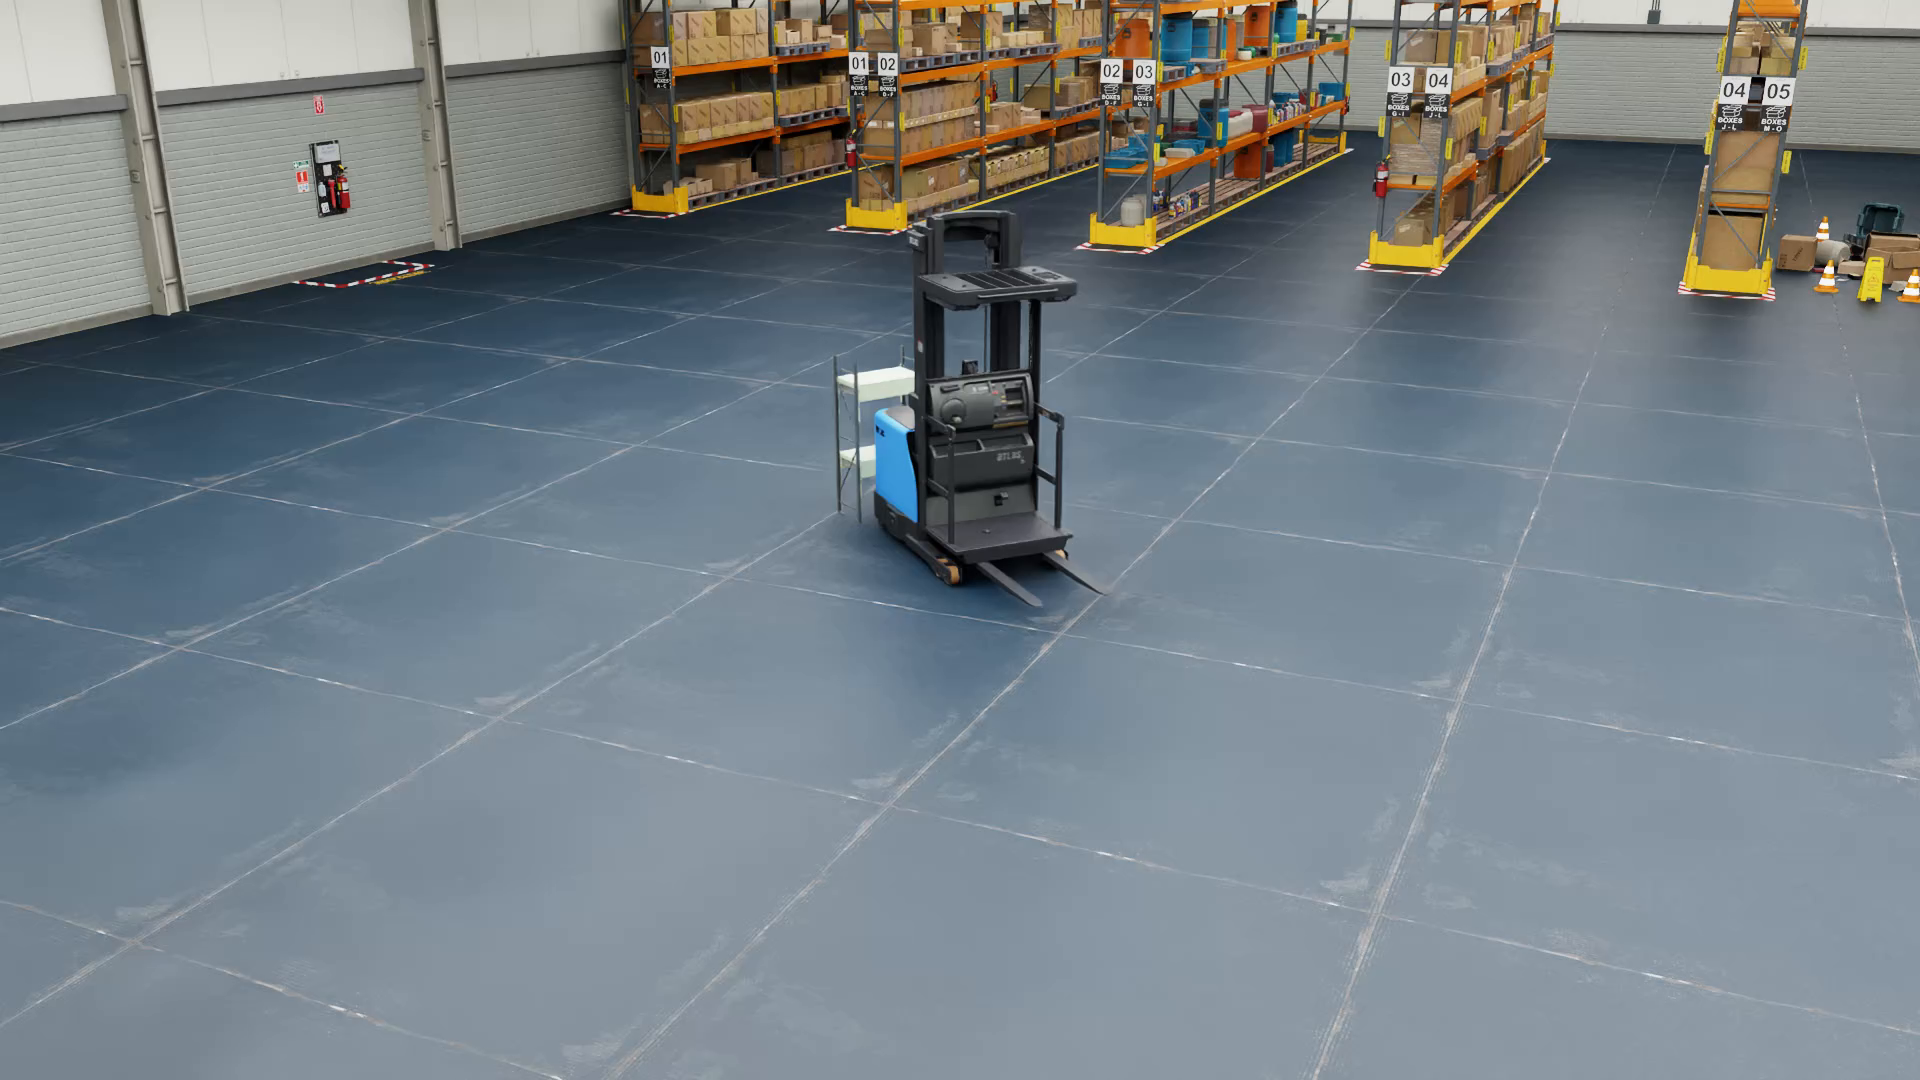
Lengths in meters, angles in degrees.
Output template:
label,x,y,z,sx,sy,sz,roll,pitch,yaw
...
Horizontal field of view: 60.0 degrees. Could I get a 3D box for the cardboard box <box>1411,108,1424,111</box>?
label,x,y,z,sx,sy,sz,roll,pitch,yaw
cardboard box,7.655,-7.051,28.187,0.500,0.500,0.500,9,21,23

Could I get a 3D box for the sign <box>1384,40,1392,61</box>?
label,x,y,z,sx,sy,sz,roll,pitch,yaw
sign,6.957,-7.950,27.001,0.100,0.325,0.005,9,21,23

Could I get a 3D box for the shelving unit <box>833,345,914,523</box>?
label,x,y,z,sx,sy,sz,roll,pitch,yaw
shelving unit,-0.734,-0.992,15.466,0.755,1.500,0.431,-13,23,-32

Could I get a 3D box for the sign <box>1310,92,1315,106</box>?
label,x,y,z,sx,sy,sz,roll,pitch,yaw
sign,8.352,-10.439,39.386,0.100,0.325,0.005,9,21,23

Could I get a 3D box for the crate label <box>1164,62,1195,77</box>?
label,x,y,z,sx,sy,sz,roll,pitch,yaw
crate label,4.005,-8.587,30.335,0.502,0.251,0.408,9,21,23

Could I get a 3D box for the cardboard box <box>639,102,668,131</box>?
label,x,y,z,sx,sy,sz,roll,pitch,yaw
cardboard box,-6.103,-8.541,33.537,0.500,0.500,0.500,8,21,22

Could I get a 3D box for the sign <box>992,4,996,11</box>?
label,x,y,z,sx,sy,sz,roll,pitch,yaw
sign,0.940,-14.682,46.048,0.100,0.325,0.005,9,21,23

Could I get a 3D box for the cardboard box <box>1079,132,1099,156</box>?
label,x,y,z,sx,sy,sz,roll,pitch,yaw
cardboard box,3.182,-9.755,40.949,0.500,0.500,0.500,9,21,23

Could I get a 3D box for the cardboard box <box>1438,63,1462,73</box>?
label,x,y,z,sx,sy,sz,roll,pitch,yaw
cardboard box,8.141,-7.854,27.681,0.380,0.149,0.250,9,22,25

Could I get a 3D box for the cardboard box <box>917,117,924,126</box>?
label,x,y,z,sx,sy,sz,roll,pitch,yaw
cardboard box,-0.909,-8.075,32.033,0.380,0.149,0.250,8,21,22

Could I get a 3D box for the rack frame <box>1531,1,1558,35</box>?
label,x,y,z,sx,sy,sz,roll,pitch,yaw
rack frame,14.007,-13.755,40.169,1.000,3.000,0.127,9,21,23

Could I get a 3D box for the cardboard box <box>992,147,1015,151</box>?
label,x,y,z,sx,sy,sz,roll,pitch,yaw
cardboard box,1.005,-8.728,37.627,0.500,0.311,0.500,8,21,21

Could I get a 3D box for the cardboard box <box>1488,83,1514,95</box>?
label,x,y,z,sx,sy,sz,roll,pitch,yaw
cardboard box,11.315,-9.422,35.294,0.797,0.503,0.637,9,22,24

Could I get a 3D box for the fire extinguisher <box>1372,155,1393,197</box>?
label,x,y,z,sx,sy,sz,roll,pitch,yaw
fire extinguisher,6.988,-6.029,27.513,0.296,0.674,0.183,9,21,23

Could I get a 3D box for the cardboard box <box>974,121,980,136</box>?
label,x,y,z,sx,sy,sz,roll,pitch,yaw
cardboard box,0.219,-8.706,35.149,0.500,0.250,0.500,10,22,26

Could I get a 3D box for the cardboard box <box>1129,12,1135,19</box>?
label,x,y,z,sx,sy,sz,roll,pitch,yaw
cardboard box,4.031,-13.438,42.114,0.700,0.500,0.500,9,21,23

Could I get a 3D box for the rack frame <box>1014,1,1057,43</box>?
label,x,y,z,sx,sy,sz,roll,pitch,yaw
rack frame,1.695,-12.670,37.117,1.000,3.000,0.127,9,21,23

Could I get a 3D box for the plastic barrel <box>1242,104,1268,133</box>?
label,x,y,z,sx,sy,sz,roll,pitch,yaw
plastic barrel,6.299,-9.043,35.670,0.600,0.536,0.708,9,21,23

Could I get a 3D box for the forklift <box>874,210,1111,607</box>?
label,x,y,z,sx,sy,sz,roll,pitch,yaw
forklift,0.272,-1.166,13.827,1.130,2.935,3.031,-8,21,-22

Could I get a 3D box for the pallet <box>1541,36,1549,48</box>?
label,x,y,z,sx,sy,sz,roll,pitch,yaw
pallet,13.215,-11.697,38.992,1.003,0.211,1.213,9,21,23

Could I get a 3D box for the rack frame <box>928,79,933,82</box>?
label,x,y,z,sx,sy,sz,roll,pitch,yaw
rack frame,-1.188,-11.744,43.469,1.000,3.000,0.127,9,21,23

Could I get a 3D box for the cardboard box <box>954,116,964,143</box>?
label,x,y,z,sx,sy,sz,roll,pitch,yaw
cardboard box,-0.329,-8.369,33.828,0.700,0.500,0.500,8,21,22

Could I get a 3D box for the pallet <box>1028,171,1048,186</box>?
label,x,y,z,sx,sy,sz,roll,pitch,yaw
pallet,1.322,-8.283,37.897,1.003,0.211,1.213,9,21,23

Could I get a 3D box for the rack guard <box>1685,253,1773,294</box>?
label,x,y,z,sx,sy,sz,roll,pitch,yaw
rack guard,11.929,-4.140,25.818,1.175,0.500,0.348,9,21,23

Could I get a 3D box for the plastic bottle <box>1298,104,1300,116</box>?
label,x,y,z,sx,sy,sz,roll,pitch,yaw
plastic bottle,7.931,-10.088,38.986,0.061,0.283,0.133,9,21,23

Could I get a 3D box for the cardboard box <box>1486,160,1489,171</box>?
label,x,y,z,sx,sy,sz,roll,pitch,yaw
cardboard box,10.484,-7.656,33.929,0.500,0.250,0.500,10,22,25

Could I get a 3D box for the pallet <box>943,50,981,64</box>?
label,x,y,z,sx,sy,sz,roll,pitch,yaw
pallet,-0.268,-9.727,33.453,1.003,0.211,1.213,9,21,23

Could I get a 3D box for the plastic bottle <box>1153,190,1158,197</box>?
label,x,y,z,sx,sy,sz,roll,pitch,yaw
plastic bottle,3.788,-6.651,32.444,0.144,0.351,0.185,8,21,20

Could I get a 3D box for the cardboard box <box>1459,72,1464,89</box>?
label,x,y,z,sx,sy,sz,roll,pitch,yaw
cardboard box,8.094,-7.650,27.703,0.500,0.250,0.500,8,21,21

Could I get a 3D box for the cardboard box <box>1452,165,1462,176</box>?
label,x,y,z,sx,sy,sz,roll,pitch,yaw
cardboard box,8.492,-6.418,28.868,0.380,0.149,0.250,9,21,23

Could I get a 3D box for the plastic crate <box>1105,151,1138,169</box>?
label,x,y,z,sx,sy,sz,roll,pitch,yaw
plastic crate,2.869,-6.841,29.902,0.499,0.251,0.616,9,21,23

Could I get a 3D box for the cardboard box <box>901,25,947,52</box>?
label,x,y,z,sx,sy,sz,roll,pitch,yaw
cardboard box,-0.732,-9.860,32.704,0.797,0.503,0.637,11,22,29

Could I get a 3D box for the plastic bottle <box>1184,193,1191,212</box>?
label,x,y,z,sx,sy,sz,roll,pitch,yaw
plastic bottle,4.363,-6.505,32.033,0.144,0.351,0.185,8,21,22

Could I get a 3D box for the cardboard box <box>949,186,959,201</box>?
label,x,y,z,sx,sy,sz,roll,pitch,yaw
cardboard box,-0.338,-7.044,33.730,0.500,0.250,0.500,9,21,23

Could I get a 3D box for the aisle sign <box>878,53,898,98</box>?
label,x,y,z,sx,sy,sz,roll,pitch,yaw
aisle sign,-1.328,-8.560,30.636,0.394,0.787,0.004,9,21,23

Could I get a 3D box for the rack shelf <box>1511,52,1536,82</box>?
label,x,y,z,sx,sy,sz,roll,pitch,yaw
rack shelf,11.550,-10.168,35.634,1.077,0.370,4.000,9,21,23

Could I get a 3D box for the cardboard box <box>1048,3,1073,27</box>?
label,x,y,z,sx,sy,sz,roll,pitch,yaw
cardboard box,2.297,-12.219,38.685,0.500,0.500,0.500,9,21,23

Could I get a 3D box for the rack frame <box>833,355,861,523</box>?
label,x,y,z,sx,sy,sz,roll,pitch,yaw
rack frame,-1.036,-0.922,15.271,0.023,1.500,0.400,-13,23,-32

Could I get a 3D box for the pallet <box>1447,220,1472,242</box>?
label,x,y,z,sx,sy,sz,roll,pitch,yaw
pallet,8.851,-5.736,30.735,1.003,0.211,1.213,9,21,23

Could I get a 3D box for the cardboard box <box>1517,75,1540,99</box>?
label,x,y,z,sx,sy,sz,roll,pitch,yaw
cardboard box,13.216,-10.549,38.768,0.500,0.500,0.500,8,21,21

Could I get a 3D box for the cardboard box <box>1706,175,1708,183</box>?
label,x,y,z,sx,sy,sz,roll,pitch,yaw
cardboard box,12.255,-5.687,26.213,0.875,0.550,0.550,9,21,23

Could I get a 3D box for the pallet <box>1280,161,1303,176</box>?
label,x,y,z,sx,sy,sz,roll,pitch,yaw
pallet,7.497,-8.841,39.467,1.003,0.211,1.213,9,21,23

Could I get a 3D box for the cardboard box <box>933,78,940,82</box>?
label,x,y,z,sx,sy,sz,roll,pitch,yaw
cardboard box,-0.951,-12.049,43.879,0.980,0.700,0.700,9,21,24

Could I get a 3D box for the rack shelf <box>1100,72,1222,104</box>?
label,x,y,z,sx,sy,sz,roll,pitch,yaw
rack shelf,3.756,-8.402,30.669,1.077,0.370,4.000,9,21,23

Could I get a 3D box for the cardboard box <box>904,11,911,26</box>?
label,x,y,z,sx,sy,sz,roll,pitch,yaw
cardboard box,-1.648,-13.158,42.162,0.700,0.500,0.500,7,21,20

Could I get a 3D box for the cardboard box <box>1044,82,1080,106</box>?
label,x,y,z,sx,sy,sz,roll,pitch,yaw
cardboard box,2.399,-10.549,39.333,0.700,0.500,0.500,13,23,33

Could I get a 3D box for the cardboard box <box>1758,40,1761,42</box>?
label,x,y,z,sx,sy,sz,roll,pitch,yaw
cardboard box,15.890,-9.523,32.598,0.500,0.500,0.500,9,21,23

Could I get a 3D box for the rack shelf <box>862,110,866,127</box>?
label,x,y,z,sx,sy,sz,roll,pitch,yaw
rack shelf,-2.007,-10.794,41.870,1.077,0.370,4.000,9,21,23

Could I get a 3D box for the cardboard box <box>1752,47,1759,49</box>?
label,x,y,z,sx,sy,sz,roll,pitch,yaw
cardboard box,12.916,-8.011,27.497,0.500,0.250,0.500,8,21,22
